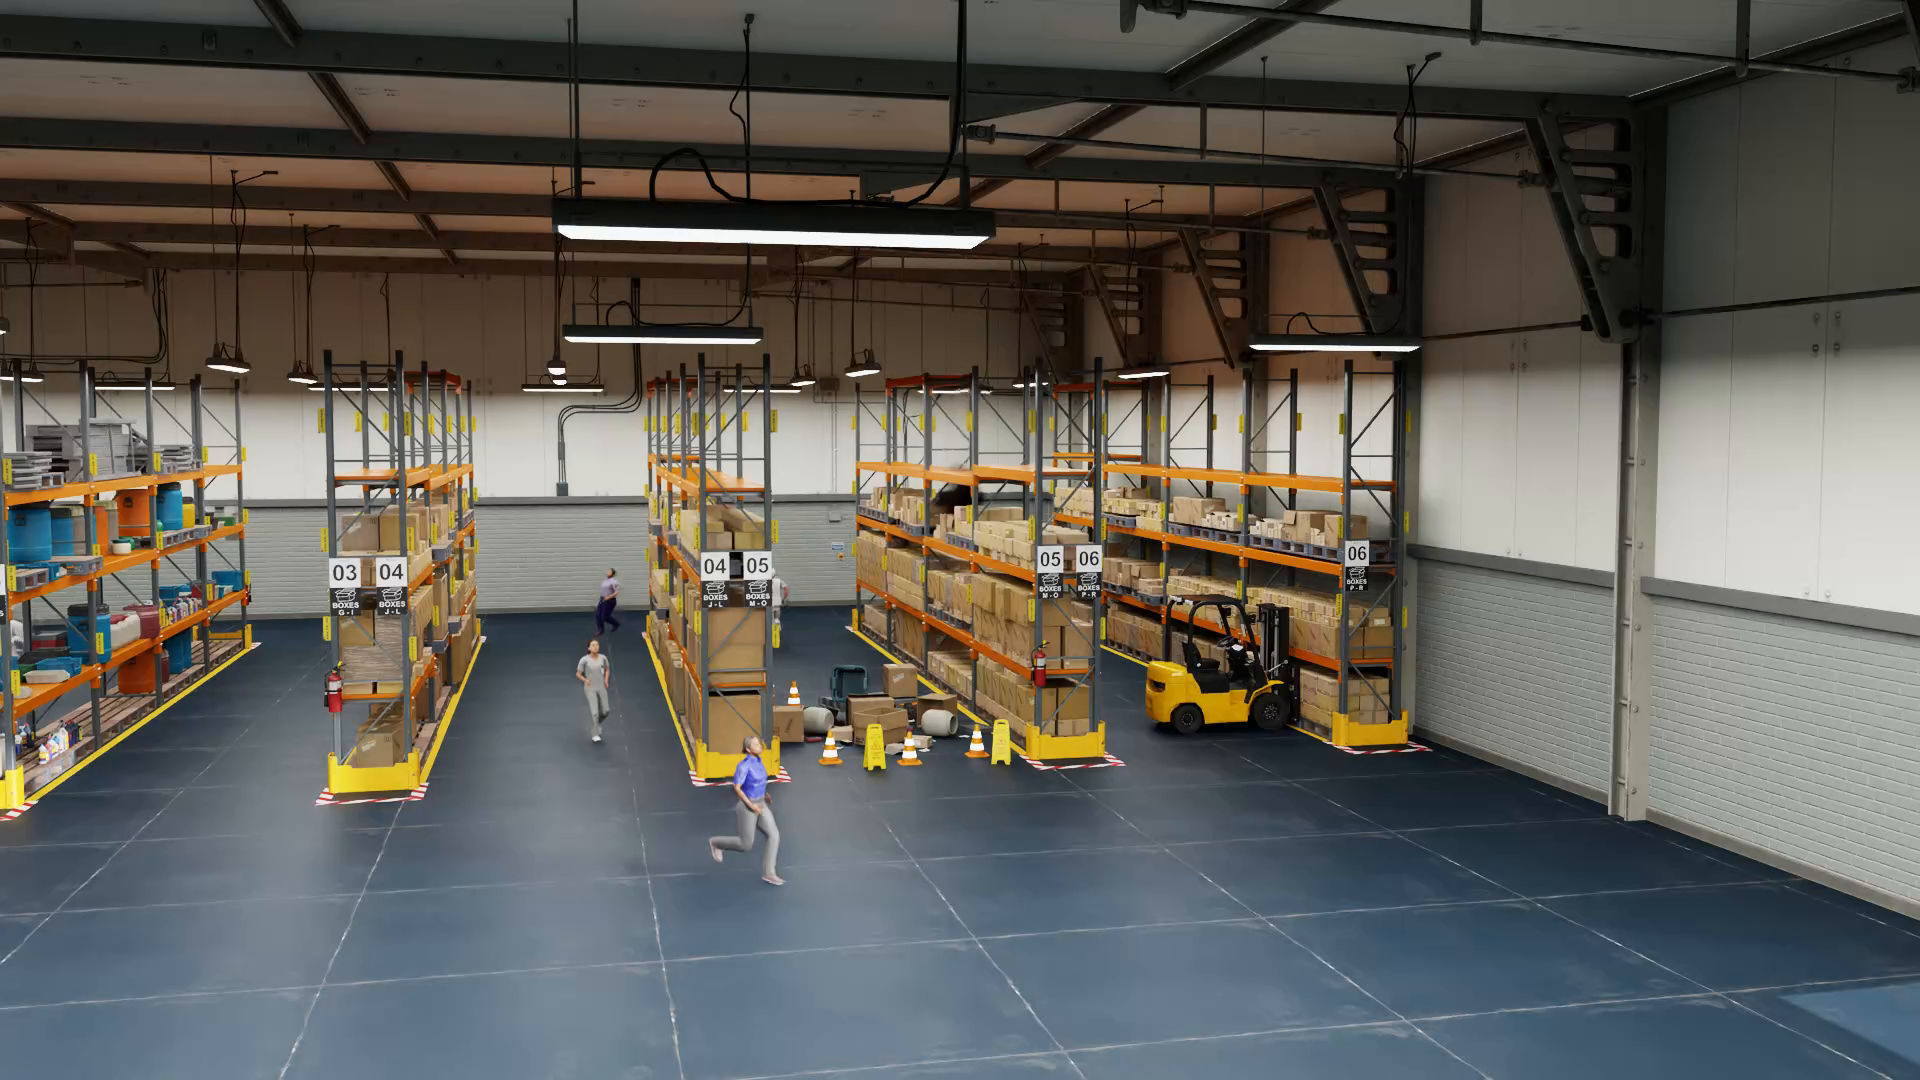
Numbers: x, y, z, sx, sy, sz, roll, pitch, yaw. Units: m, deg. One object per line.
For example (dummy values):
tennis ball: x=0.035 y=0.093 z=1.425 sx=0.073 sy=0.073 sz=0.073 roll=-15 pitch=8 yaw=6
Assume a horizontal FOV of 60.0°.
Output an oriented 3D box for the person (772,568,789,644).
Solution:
person: x=-4.278 y=1.485 z=37.931 sx=0.658 sy=1.736 sz=0.612 roll=-2 pitch=4 yaw=-22

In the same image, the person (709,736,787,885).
person: x=-2.311 y=2.950 z=18.226 sx=0.891 sy=1.628 sz=0.564 roll=2 pitch=4 yaw=25

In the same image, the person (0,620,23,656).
person: x=-17.110 y=2.058 z=29.722 sx=0.691 sy=1.762 sz=0.799 roll=-1 pitch=4 yaw=-17

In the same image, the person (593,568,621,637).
person: x=-8.323 y=1.477 z=39.364 sx=0.654 sy=1.625 sz=0.684 roll=4 pitch=6 yaw=45

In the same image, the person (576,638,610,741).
person: x=-5.769 y=2.361 z=26.264 sx=0.557 sy=1.621 sz=0.585 roll=-2 pitch=5 yaw=-29
